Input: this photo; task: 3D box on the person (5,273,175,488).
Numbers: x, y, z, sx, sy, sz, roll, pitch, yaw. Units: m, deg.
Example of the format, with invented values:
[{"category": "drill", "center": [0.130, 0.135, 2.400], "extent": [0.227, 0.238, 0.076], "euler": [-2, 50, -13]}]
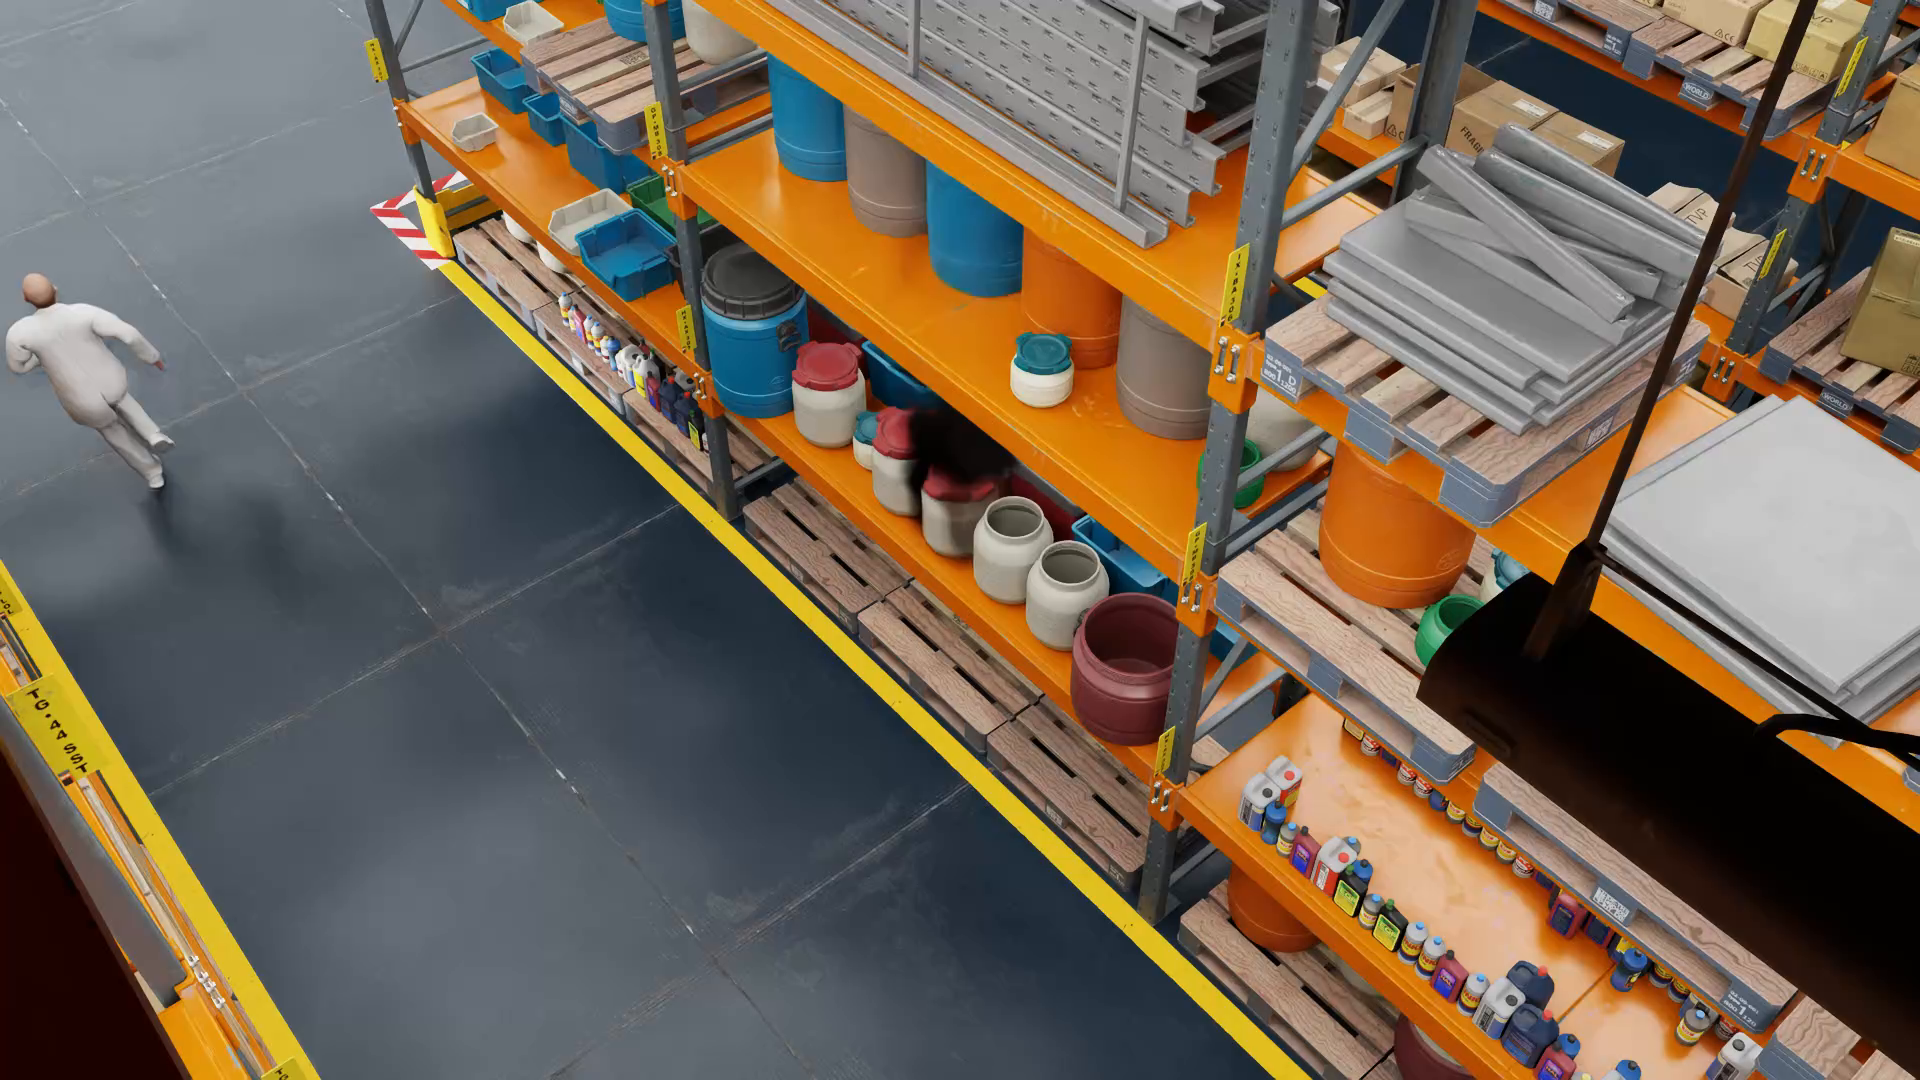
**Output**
[{"category": "person", "center": [-5.615, -1.028, 10.779], "extent": [0.637, 1.734, 0.790], "euler": [35, 56, 29]}]
